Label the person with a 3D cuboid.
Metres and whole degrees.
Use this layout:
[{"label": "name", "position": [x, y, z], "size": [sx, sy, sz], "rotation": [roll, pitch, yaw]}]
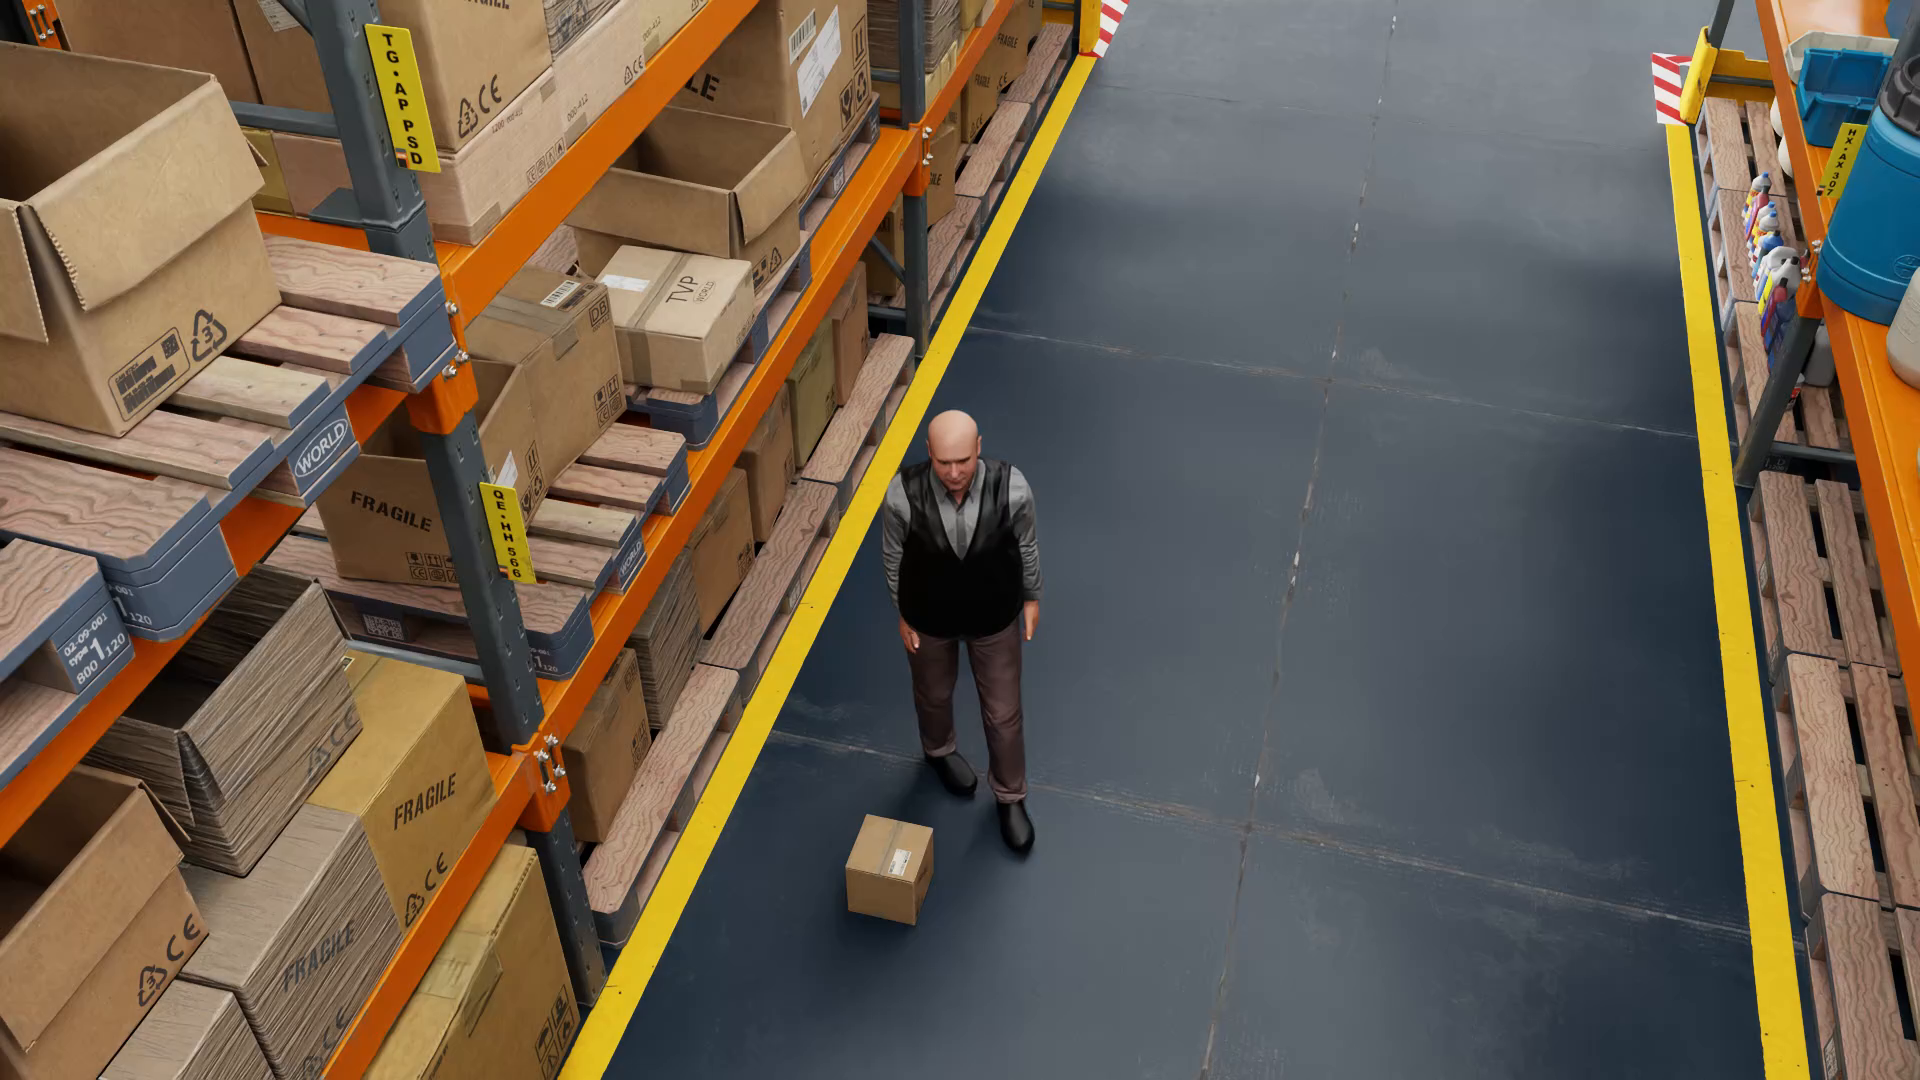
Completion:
[{"label": "person", "position": [0.019, 0.336, 5.778], "size": [0.564, 1.723, 0.605], "rotation": [-2, 41, -2]}]
